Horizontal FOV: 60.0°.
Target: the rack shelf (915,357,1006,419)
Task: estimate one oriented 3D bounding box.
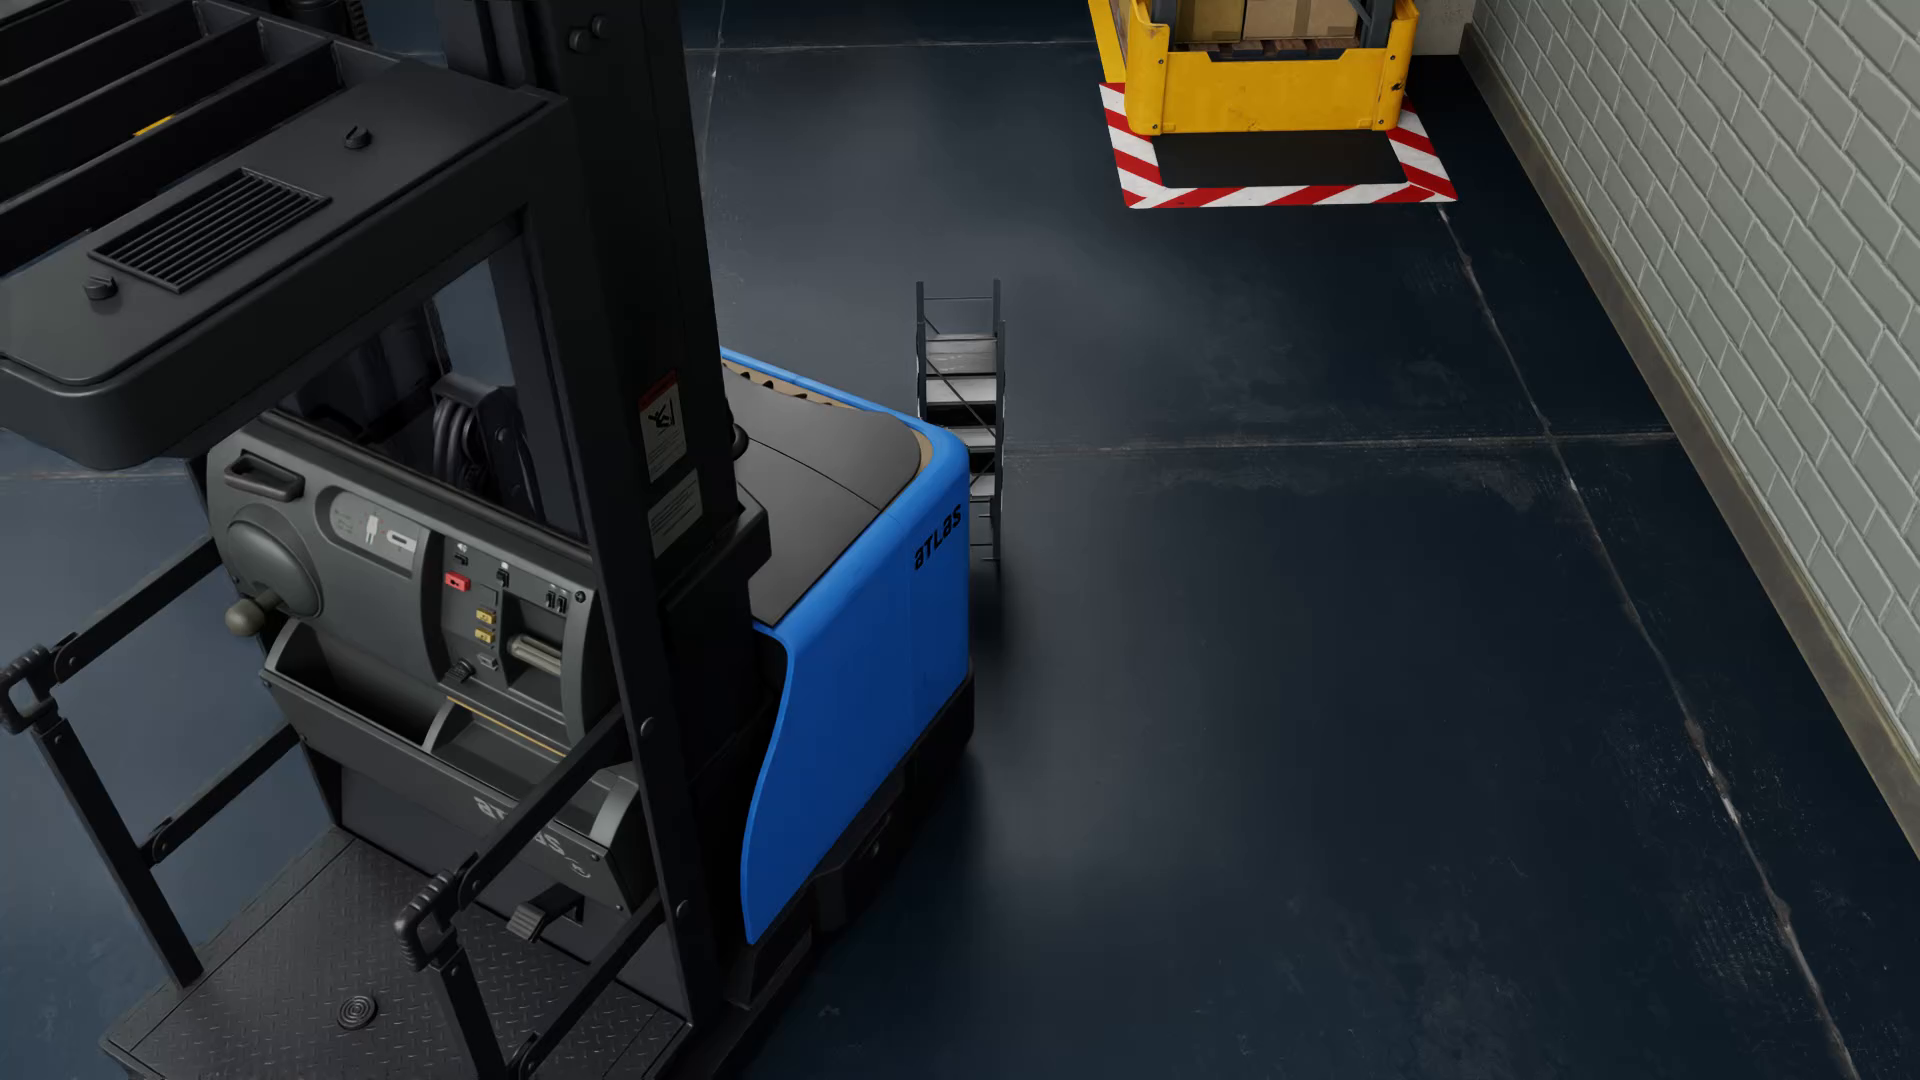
[{"bbox_3d":[0.000,-0.445,4.853,0.258,0.077,0.200,-2,43,-2],"label":"rack shelf"}]

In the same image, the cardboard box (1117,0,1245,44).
[{"bbox_3d":[0.977,-2.442,7.419,0.500,0.250,0.500,-1,43,-1],"label":"cardboard box"}]

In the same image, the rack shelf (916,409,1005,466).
[{"bbox_3d":[0.000,-0.313,4.974,0.258,0.077,0.200,-2,43,-2],"label":"rack shelf"}]

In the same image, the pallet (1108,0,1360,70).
[{"bbox_3d":[1.239,-2.480,7.799,1.003,0.211,1.213,-2,43,-2],"label":"pallet"}]

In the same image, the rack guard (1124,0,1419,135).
[{"bbox_3d":[1.314,-2.055,7.122,1.175,0.500,0.348,-2,43,-2],"label":"rack guard"}]

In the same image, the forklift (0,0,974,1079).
[{"bbox_3d":[-1.141,0.162,2.904,1.130,2.935,3.031,22,47,22],"label":"forklift"}]

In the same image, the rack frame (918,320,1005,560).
[{"bbox_3d":[0.004,-0.269,4.877,0.240,0.900,0.006,-2,43,-2],"label":"rack frame"}]

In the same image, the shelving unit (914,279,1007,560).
[{"bbox_3d":[0.000,-0.337,4.952,0.258,0.900,0.210,-2,43,-2],"label":"shelving unit"}]

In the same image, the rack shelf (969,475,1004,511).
[{"bbox_3d":[0.000,-0.180,5.096,0.258,0.077,0.200,-2,43,-2],"label":"rack shelf"}]

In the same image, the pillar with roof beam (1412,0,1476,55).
[{"bbox_3d":[-2.117,-5.577,4.674,9.100,9.000,0.400,-2,43,-2],"label":"pillar with roof beam"}]

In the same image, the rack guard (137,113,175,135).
[{"bbox_3d":[-3.649,-1.978,7.038,1.175,0.500,0.348,-2,43,-2],"label":"rack guard"}]

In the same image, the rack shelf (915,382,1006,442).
[{"bbox_3d":[0.000,-0.379,4.914,0.258,0.077,0.200,-2,43,-2],"label":"rack shelf"}]

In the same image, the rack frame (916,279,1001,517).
[{"bbox_3d":[-0.005,-0.406,5.027,0.240,0.900,0.006,-2,43,-2],"label":"rack frame"}]

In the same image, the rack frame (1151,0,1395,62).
[{"bbox_3d":[1.313,-2.993,6.295,1.000,3.000,0.127,-2,43,-2],"label":"rack frame"}]

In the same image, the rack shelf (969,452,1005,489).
[{"bbox_3d":[0.000,-0.246,5.035,0.258,0.077,0.200,-2,43,-2],"label":"rack shelf"}]

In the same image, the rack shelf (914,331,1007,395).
[{"bbox_3d":[0.000,-0.512,4.792,0.258,0.077,0.200,-2,43,-2],"label":"rack shelf"}]

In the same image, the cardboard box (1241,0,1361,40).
[{"bbox_3d":[1.487,-2.471,7.450,0.500,0.250,0.500,-1,43,-2],"label":"cardboard box"}]
